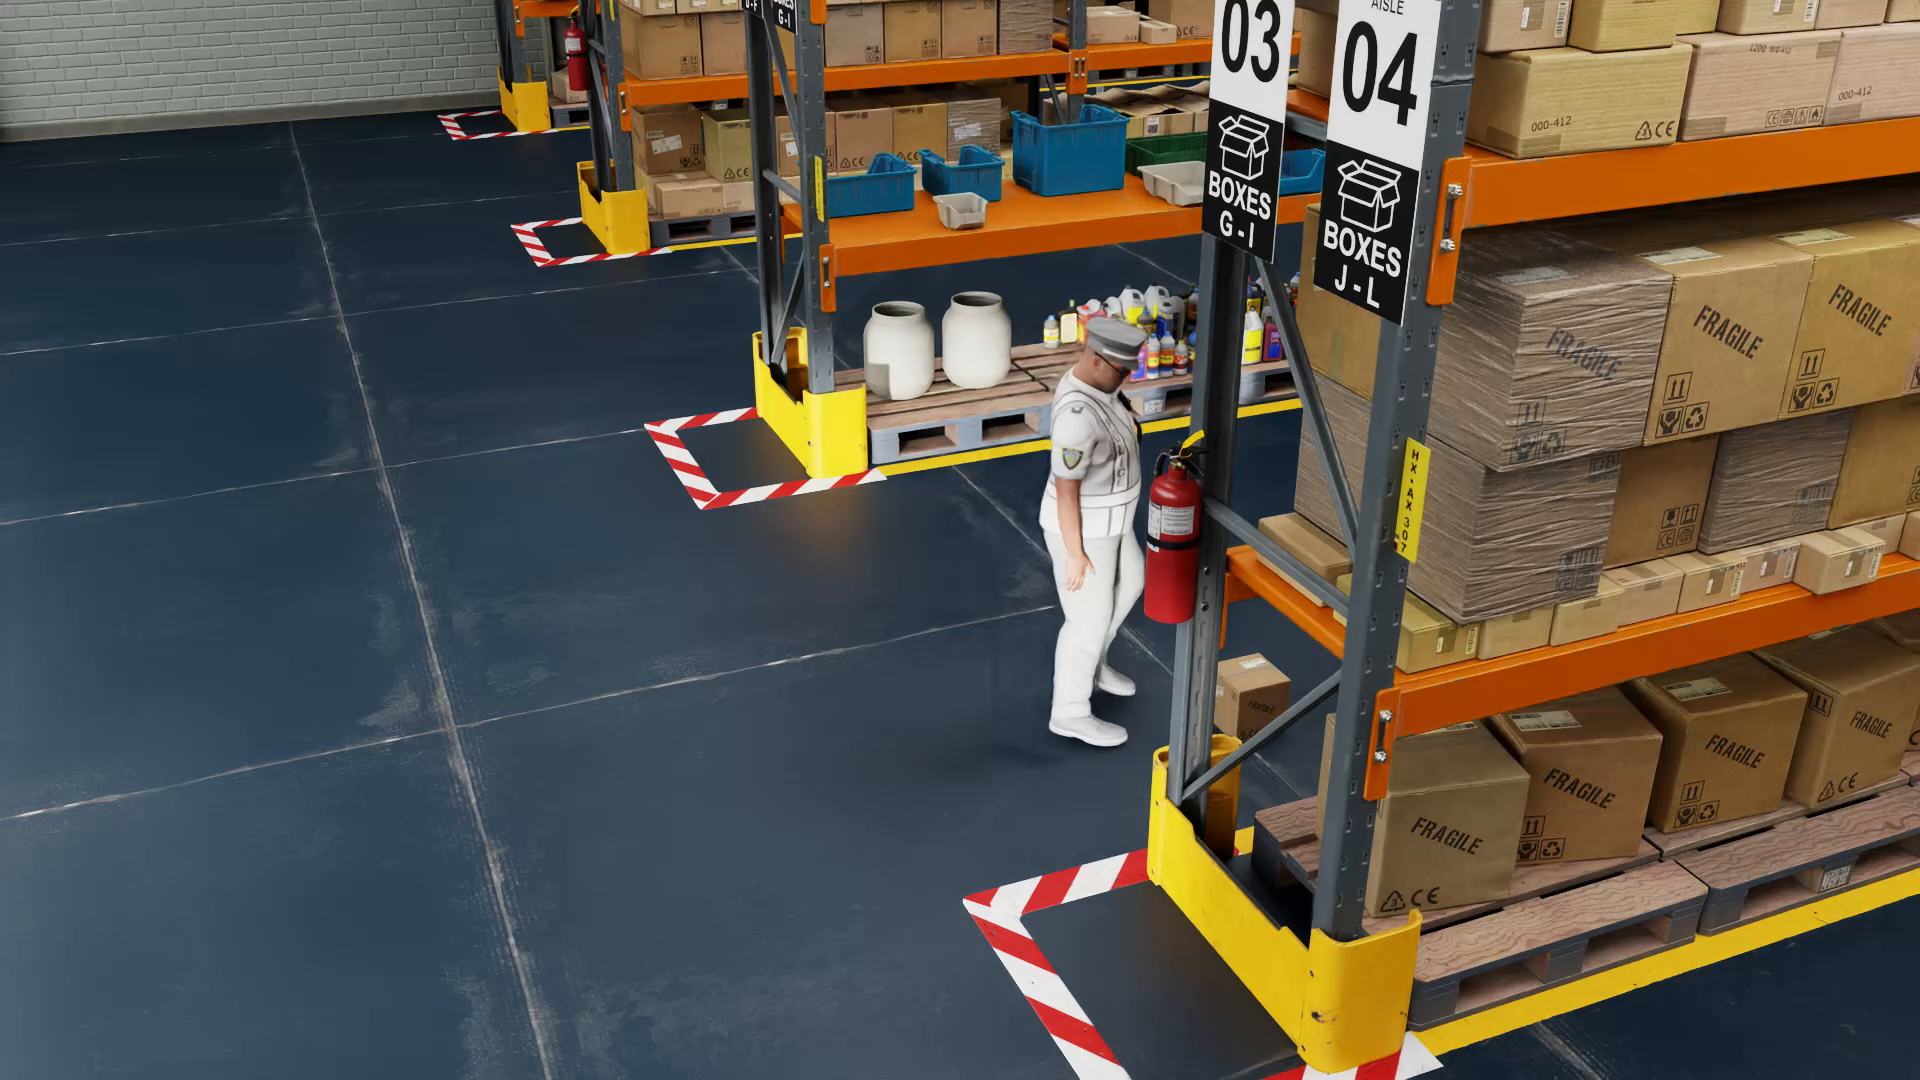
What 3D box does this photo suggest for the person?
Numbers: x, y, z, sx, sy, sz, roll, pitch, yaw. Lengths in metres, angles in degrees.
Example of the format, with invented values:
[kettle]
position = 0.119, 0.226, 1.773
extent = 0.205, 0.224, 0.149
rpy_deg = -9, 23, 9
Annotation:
[person]
position = 0.534, -0.057, 6.686
extent = 0.425, 1.742, 0.606
rpy_deg = 5, 26, 10
